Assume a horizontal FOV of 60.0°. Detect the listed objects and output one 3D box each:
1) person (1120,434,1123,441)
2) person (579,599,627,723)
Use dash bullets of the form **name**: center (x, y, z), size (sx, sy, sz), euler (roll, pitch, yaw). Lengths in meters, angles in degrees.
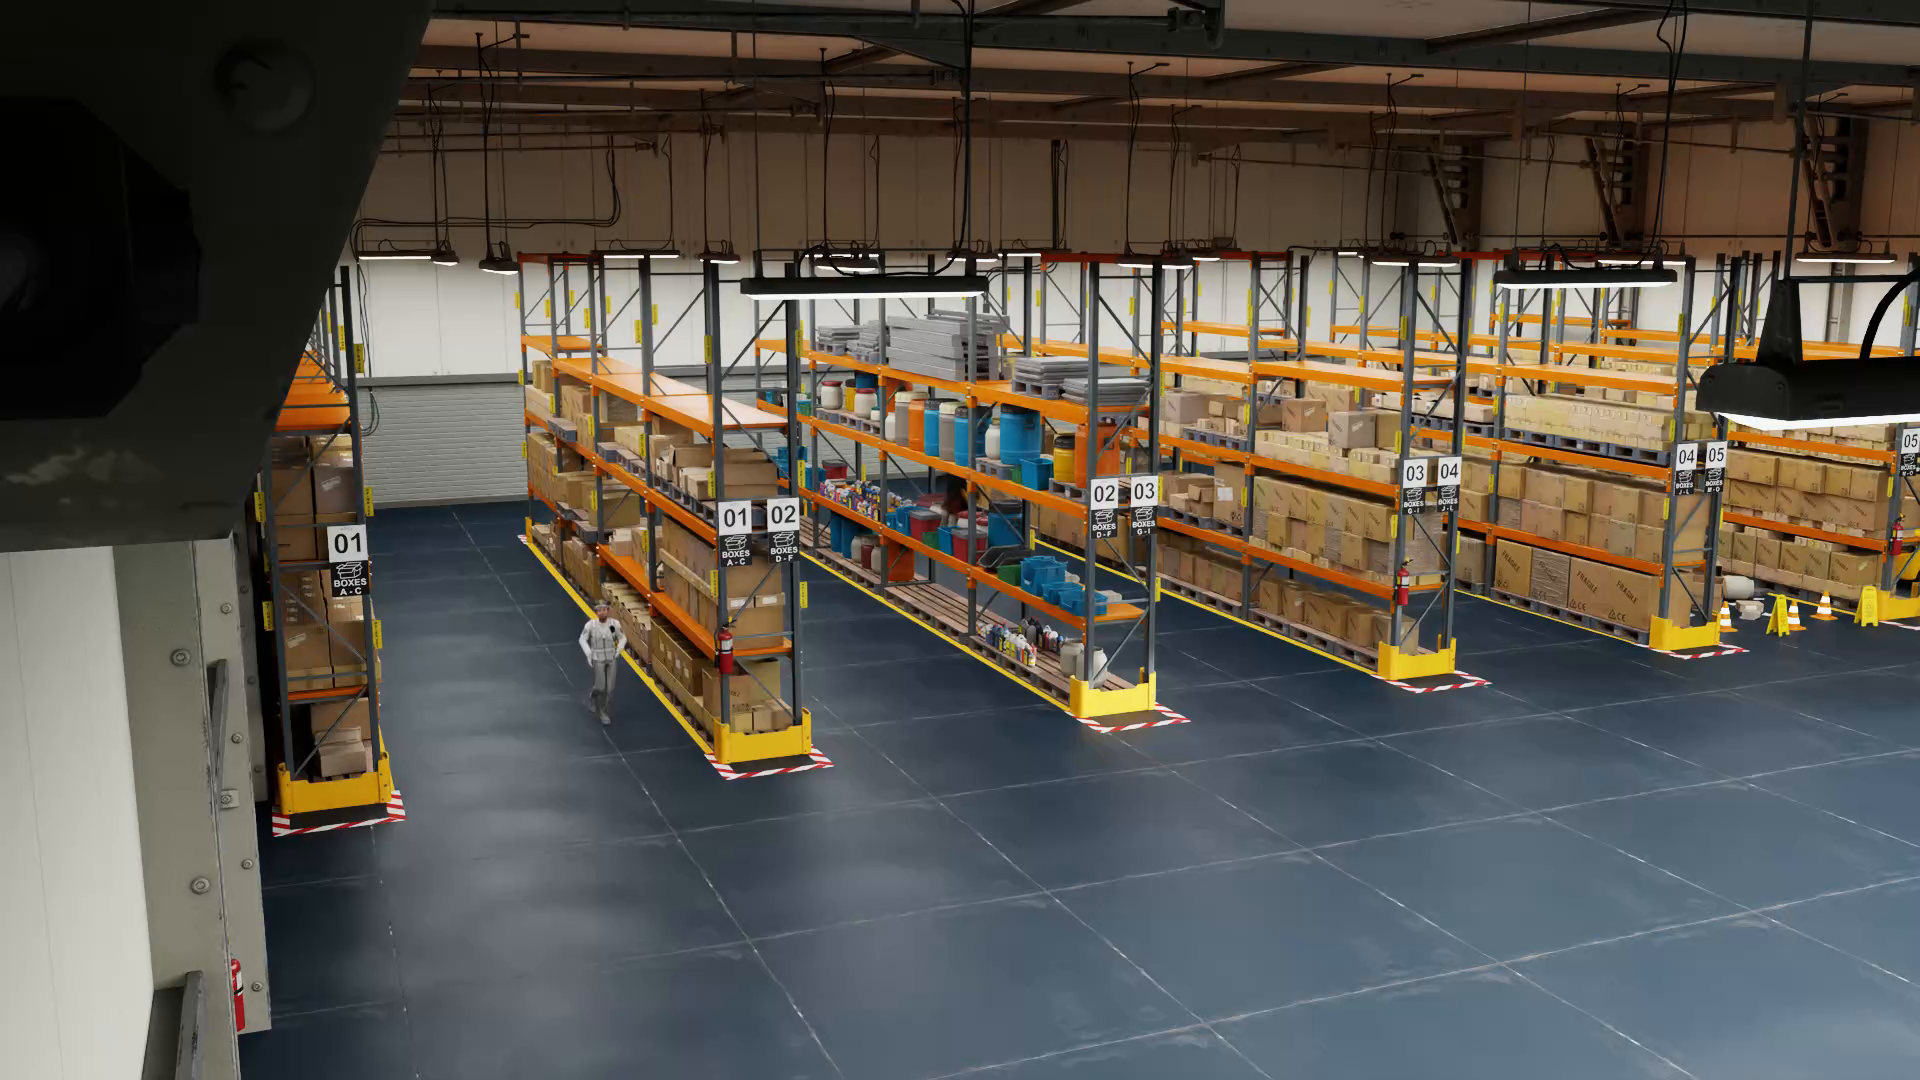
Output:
- **person**: center (3.816, -1.823, 40.691), size (0.523, 1.611, 0.627), euler (-9, 14, -40)
- **person**: center (-4.659, 1.580, 21.830), size (0.605, 1.669, 0.569), euler (-4, 11, -20)
